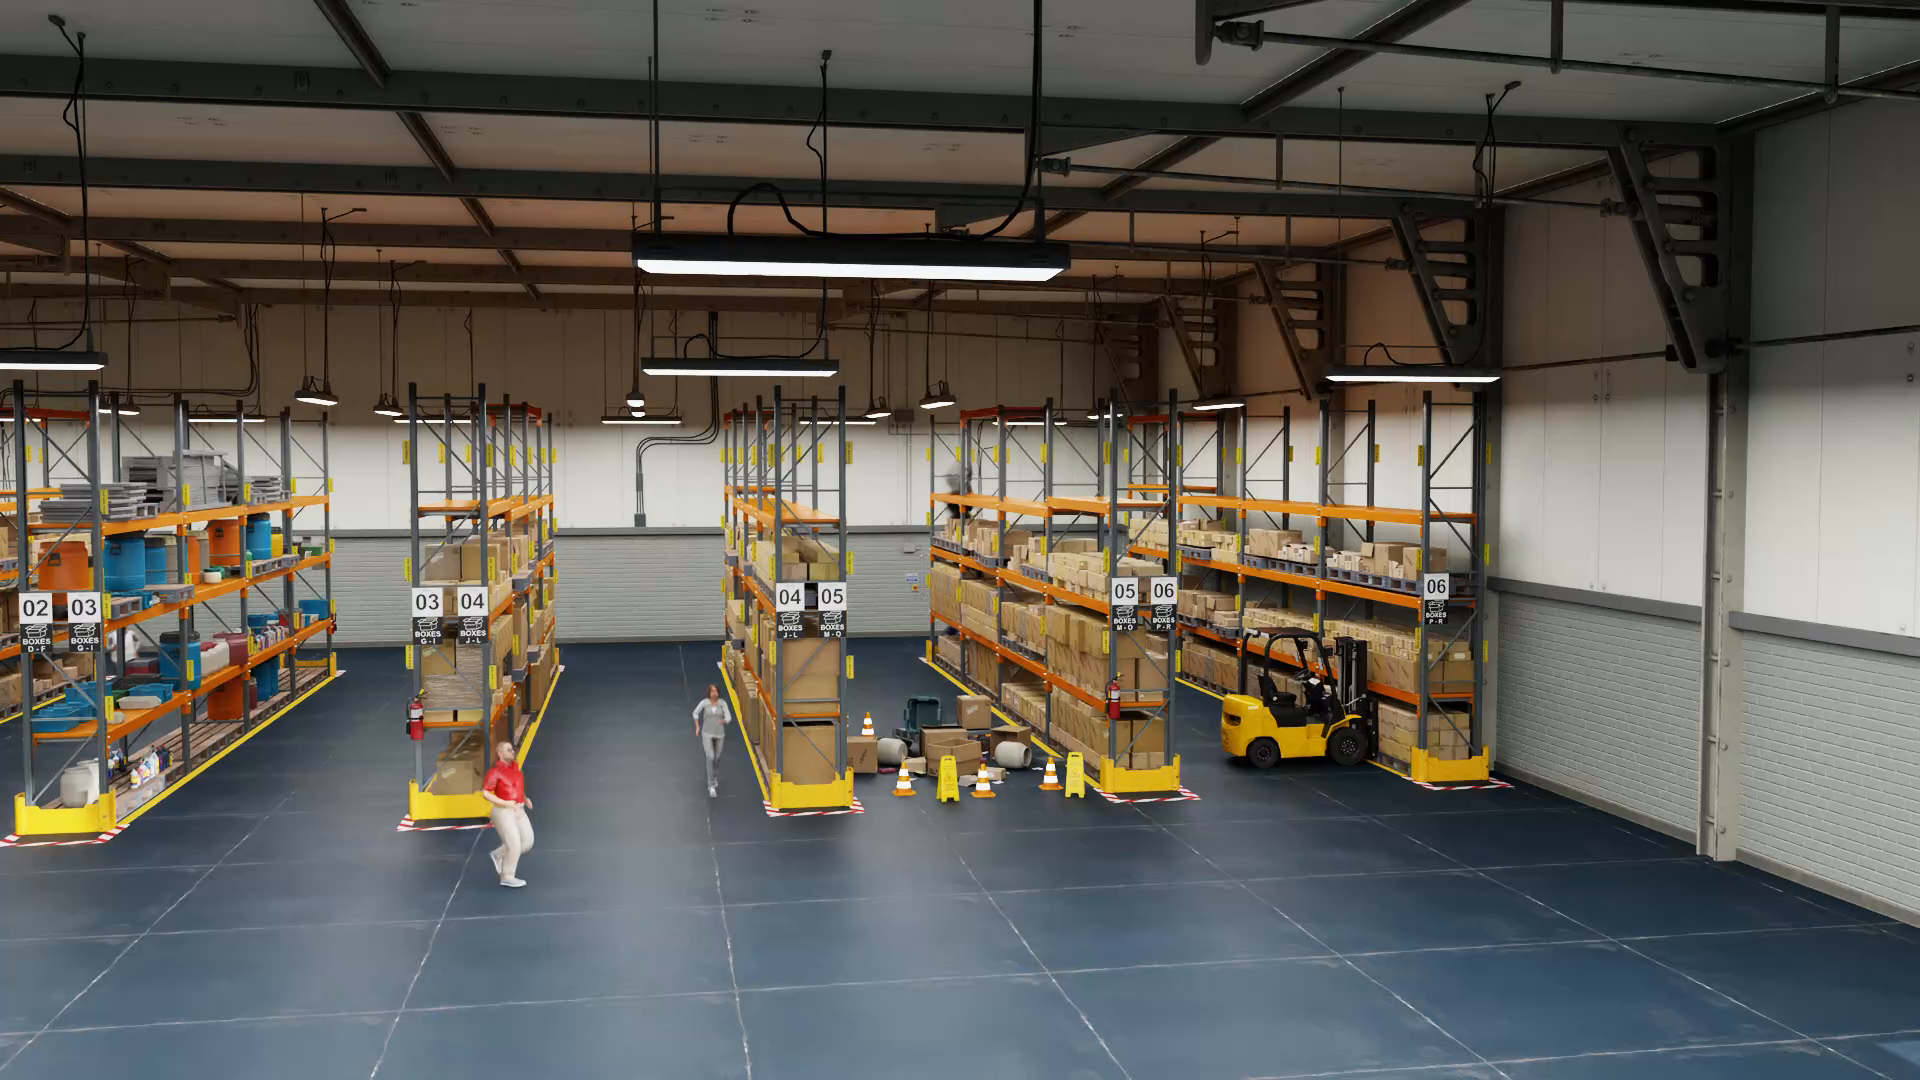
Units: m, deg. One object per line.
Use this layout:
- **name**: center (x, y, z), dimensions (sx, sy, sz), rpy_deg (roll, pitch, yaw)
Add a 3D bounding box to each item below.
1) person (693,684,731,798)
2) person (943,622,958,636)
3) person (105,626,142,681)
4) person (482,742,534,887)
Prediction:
- **person**: center (-3.662, 2.937, 24.652), dimensions (0.518, 1.634, 0.755), rpy_deg (-1, 3, -21)
- **person**: center (-0.140, 2.106, 41.822), dimensions (0.575, 1.598, 0.660), rpy_deg (2, 3, 28)
- **person**: center (-16.691, 2.432, 33.159), dimensions (0.648, 1.824, 0.847), rpy_deg (-1, 3, -20)
- **person**: center (-5.265, 3.179, 19.348), dimensions (0.626, 1.674, 0.660), rpy_deg (1, 3, 22)
